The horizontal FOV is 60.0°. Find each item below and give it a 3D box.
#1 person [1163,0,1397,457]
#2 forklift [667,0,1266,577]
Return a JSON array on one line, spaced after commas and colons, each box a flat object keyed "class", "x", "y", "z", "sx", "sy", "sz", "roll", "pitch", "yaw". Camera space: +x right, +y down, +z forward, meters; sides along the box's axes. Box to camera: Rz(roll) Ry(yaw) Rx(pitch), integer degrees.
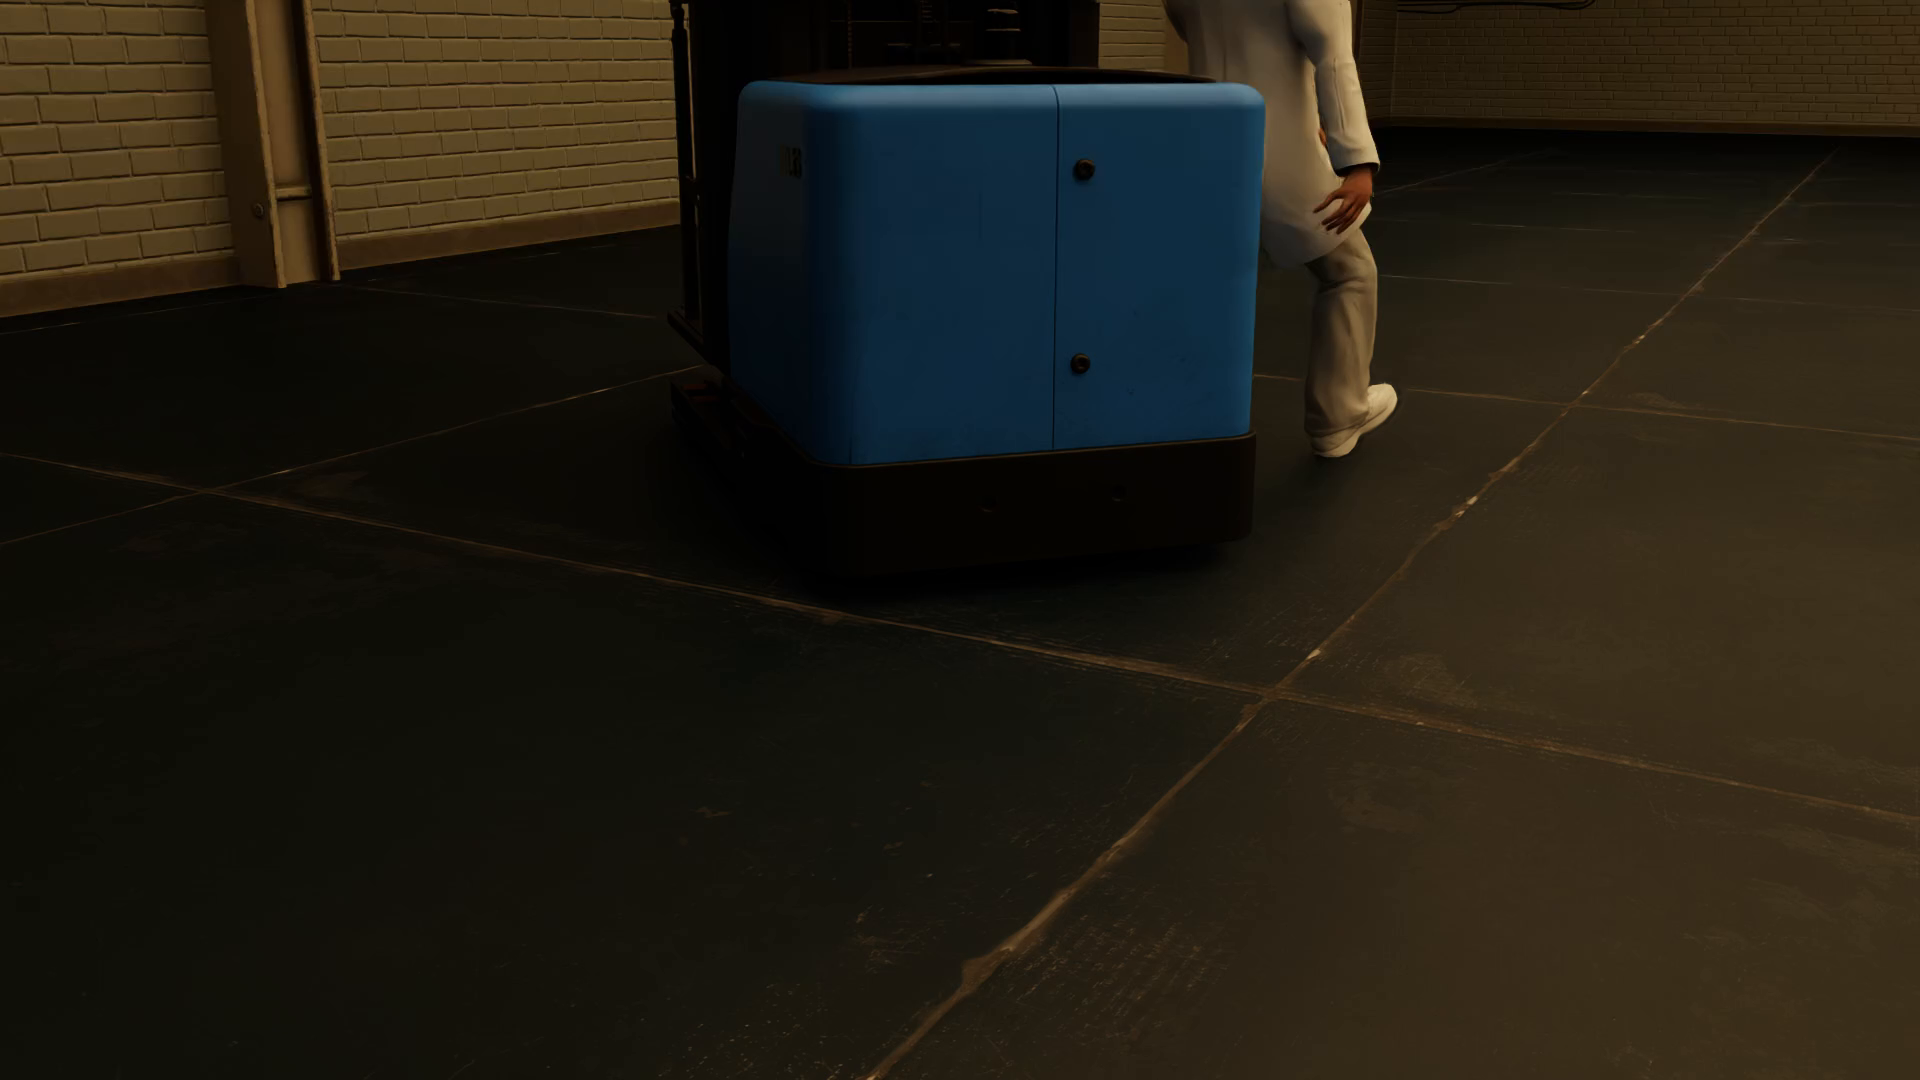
[{"class": "person", "x": 0.877, "y": -1.043, "z": 4.634, "sx": 0.739, "sy": 1.712, "sz": 0.927, "roll": 15, "pitch": 22, "yaw": 40}, {"class": "forklift", "x": -0.259, "y": -1.703, "z": 4.636, "sx": 1.130, "sy": 2.935, "sz": 3.031, "roll": -5, "pitch": 17, "yaw": -17}]
